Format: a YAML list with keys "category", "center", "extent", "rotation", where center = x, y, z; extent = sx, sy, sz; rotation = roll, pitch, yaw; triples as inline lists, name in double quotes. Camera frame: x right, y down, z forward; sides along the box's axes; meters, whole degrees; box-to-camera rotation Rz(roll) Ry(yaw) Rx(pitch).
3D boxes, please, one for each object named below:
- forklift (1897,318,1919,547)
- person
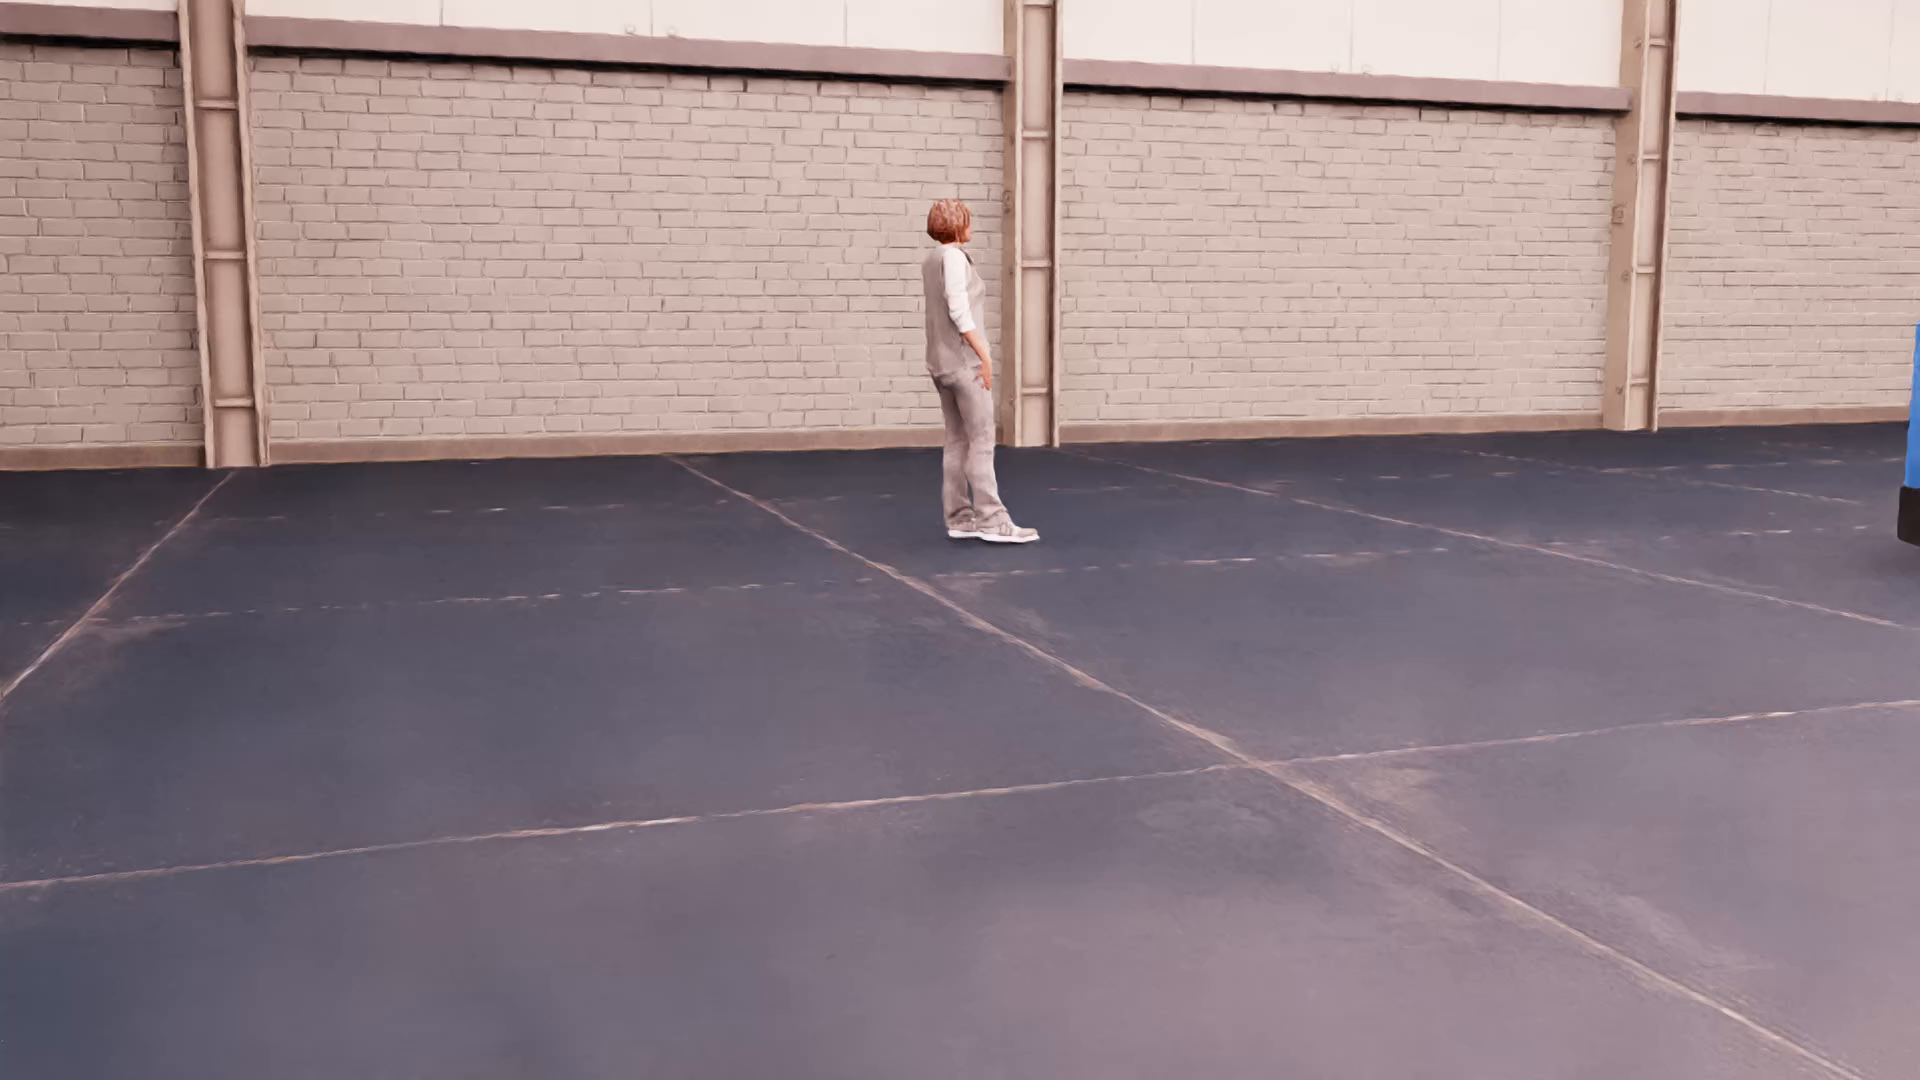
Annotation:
- category: "forklift"
  center: [5.581, -1.288, 6.518]
  extent: [3.031, 2.935, 1.130]
  rotation: [2, 8, 12]
- category: "person"
  center: [0.075, -0.800, 7.826]
  extent: [0.474, 1.597, 0.521]
  rotation: [-3, 8, -18]
